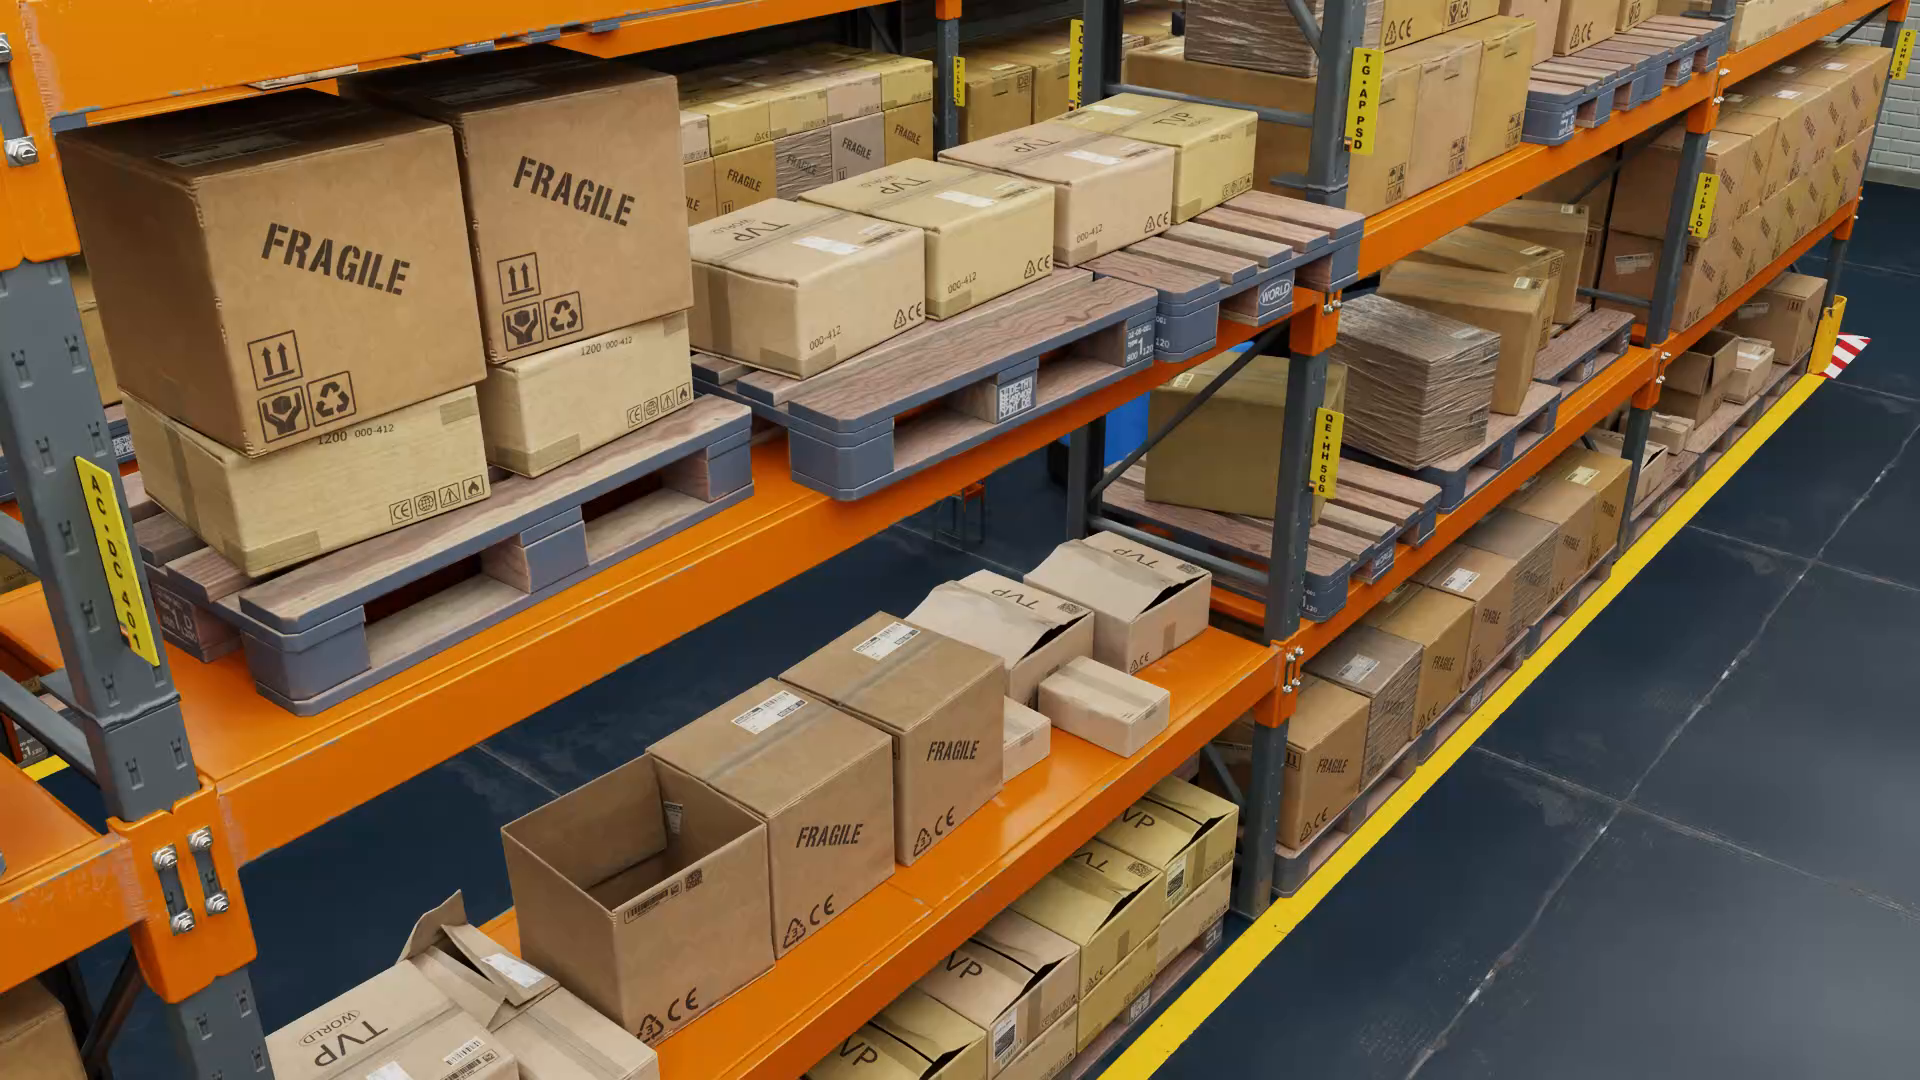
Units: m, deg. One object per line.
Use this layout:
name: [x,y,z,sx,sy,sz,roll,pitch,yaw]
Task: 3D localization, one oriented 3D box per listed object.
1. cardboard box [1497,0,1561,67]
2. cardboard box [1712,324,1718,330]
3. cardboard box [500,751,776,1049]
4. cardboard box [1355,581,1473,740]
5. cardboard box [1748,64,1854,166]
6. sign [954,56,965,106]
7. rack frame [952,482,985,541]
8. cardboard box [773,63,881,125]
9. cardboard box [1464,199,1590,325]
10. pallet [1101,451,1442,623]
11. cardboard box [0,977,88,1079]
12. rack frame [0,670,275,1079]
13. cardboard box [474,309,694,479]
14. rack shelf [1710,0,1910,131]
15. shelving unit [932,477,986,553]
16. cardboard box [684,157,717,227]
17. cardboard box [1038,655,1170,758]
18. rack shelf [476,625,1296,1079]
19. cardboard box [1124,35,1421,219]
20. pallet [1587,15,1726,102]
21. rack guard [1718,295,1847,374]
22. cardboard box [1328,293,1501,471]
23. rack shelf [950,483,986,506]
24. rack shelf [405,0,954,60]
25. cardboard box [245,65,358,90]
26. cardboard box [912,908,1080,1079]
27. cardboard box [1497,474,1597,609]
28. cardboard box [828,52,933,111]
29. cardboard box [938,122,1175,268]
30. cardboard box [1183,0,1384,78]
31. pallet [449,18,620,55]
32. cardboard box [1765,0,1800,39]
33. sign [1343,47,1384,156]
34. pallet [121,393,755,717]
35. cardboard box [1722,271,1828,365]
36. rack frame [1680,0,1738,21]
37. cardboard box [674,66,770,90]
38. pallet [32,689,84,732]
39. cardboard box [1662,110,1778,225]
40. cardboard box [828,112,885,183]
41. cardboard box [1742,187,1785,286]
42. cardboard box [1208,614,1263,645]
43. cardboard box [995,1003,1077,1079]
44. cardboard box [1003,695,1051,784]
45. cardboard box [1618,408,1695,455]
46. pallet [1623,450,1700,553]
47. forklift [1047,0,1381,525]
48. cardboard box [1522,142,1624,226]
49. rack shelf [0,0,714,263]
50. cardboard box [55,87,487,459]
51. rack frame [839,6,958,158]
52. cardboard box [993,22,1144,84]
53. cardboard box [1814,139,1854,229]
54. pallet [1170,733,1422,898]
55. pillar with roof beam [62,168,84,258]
cardboard box: [2.168,-2.343,7.075,0.600,0.600,0.600,19,33,33]
cardboard box: [5.053,-1.471,11.843,0.500,0.250,0.500,21,34,34]
cardboard box: [-0.861,0.972,4.498,0.500,0.500,0.500,24,36,38]
cardboard box: [2.009,0.526,7.711,0.500,0.500,0.500,20,34,34]
cardboard box: [5.218,-2.670,10.449,0.500,0.500,0.500,22,34,36]
sign: [-0.008,-3.136,11.374,0.100,0.325,0.005,21,34,34]
rack frame: [0.049,-0.560,9.527,0.240,1.200,0.006,21,34,34]
cardboard box: [-0.866,-2.912,10.844,0.500,0.250,0.500,22,34,35]
cardboard box: [2.918,-1.494,8.808,0.700,0.500,0.500,9,29,18]
pallet: [1.224,-0.123,6.932,1.213,0.211,1.003,21,34,34]
cardboard box: [-1.974,1.009,3.014,0.700,0.500,0.500,21,34,35]
rack frame: [-1.697,1.471,3.643,1.000,3.000,0.127,21,34,34]
cardboard box: [-0.950,-0.393,3.686,0.500,0.250,0.500,17,32,30]
rack shelf: [4.664,-3.088,9.972,1.077,0.370,4.000,21,34,34]
shelving unit: [-0.009,-0.528,9.464,0.258,1.200,0.189,21,34,34]
cardboard box: [-1.814,-2.035,9.966,0.500,0.500,0.500,21,34,34]
cardboard box: [0.488,0.564,5.669,0.380,0.149,0.250,21,34,34]
rack shelf: [-0.425,1.081,5.179,1.077,0.370,4.000,21,34,34]
cardboard box: [1.099,-1.489,5.990,0.910,0.500,0.500,21,34,34]
pallet: [2.923,-2.404,8.072,1.213,0.211,1.003,21,34,34]
rack guard: [5.887,-1.647,12.389,1.175,0.500,0.348,21,34,34]
cardboard box: [1.890,-0.703,7.279,0.500,0.500,0.700,-21,34,-34]
rack shelf: [-0.009,-0.275,9.595,0.258,0.103,0.180,21,34,34]
rack shelf: [-1.705,-3.116,10.027,1.077,0.370,4.000,21,34,34]
cardboard box: [-3.227,-2.361,7.861,0.500,0.311,0.500,21,34,34]
cardboard box: [0.055,1.460,5.588,0.500,0.311,0.500,20,34,34]
cardboard box: [2.978,-0.019,8.765,0.500,0.500,0.500,21,34,35]
cardboard box: [-0.533,-3.090,11.189,0.500,0.250,0.500,22,34,36]
cardboard box: [0.283,-1.031,4.921,0.500,0.250,0.500,22,34,36]
cardboard box: [1.130,-1.921,5.738,0.500,0.500,0.500,21,34,34]
pallet: [-2.609,-2.886,9.006,1.213,0.211,1.003,23,35,37]
cardboard box: [4.213,-2.908,9.005,0.500,0.250,0.500,21,34,34]
sign: [1.270,-1.380,5.239,0.100,0.325,0.005,21,34,34]
pallet: [-1.146,-0.093,3.609,0.805,0.209,1.217,19,33,32]
cardboard box: [5.780,-1.604,11.828,0.500,0.500,0.500,21,34,34]
rack frame: [3.392,-4.030,7.747,1.000,3.000,0.127,21,34,34]
cardboard box: [-1.569,-2.877,10.777,0.500,0.250,0.500,19,33,33]
pallet: [-4.252,0.552,8.454,1.003,0.211,1.213,21,34,34]
cardboard box: [4.236,-2.122,9.391,0.500,0.500,0.500,20,33,33]
cardboard box: [-0.849,-2.577,11.012,0.500,0.500,0.500,21,34,35]
cardboard box: [4.569,-1.870,9.992,0.500,0.500,0.500,21,34,34]
cardboard box: [1.294,0.213,7.500,0.500,0.250,0.500,22,35,36]
cardboard box: [0.054,1.706,5.723,0.500,0.250,0.500,22,34,36]
cardboard box: [0.080,0.633,5.536,0.380,0.149,0.250,24,36,38]
cardboard box: [4.368,-0.698,10.439,0.380,0.166,0.250,21,34,34]
pallet: [3.829,-0.370,10.236,1.003,0.211,1.213,21,34,34]
forklift: [2.082,-1.848,10.131,3.031,2.935,1.130,-15,31,-26]
cardboard box: [3.513,-2.109,9.366,0.500,0.500,0.500,21,34,35]
rack shelf: [-0.425,-1.406,3.892,1.077,0.370,4.000,21,34,34]
cardboard box: [-1.274,-0.522,3.120,0.500,0.500,0.500,21,34,35]
rack frame: [-0.433,-2.812,11.922,1.000,3.000,0.127,21,34,34]
cardboard box: [0.848,-3.651,13.217,0.980,0.700,0.700,19,33,32]
cardboard box: [5.534,-2.405,11.026,0.500,0.500,0.500,21,34,35]
pallet: [1.351,1.037,7.515,1.003,0.211,1.213,21,34,34]
pillar with roof beam: [-1.150,-2.592,4.967,9.100,9.000,0.400,21,34,34]
